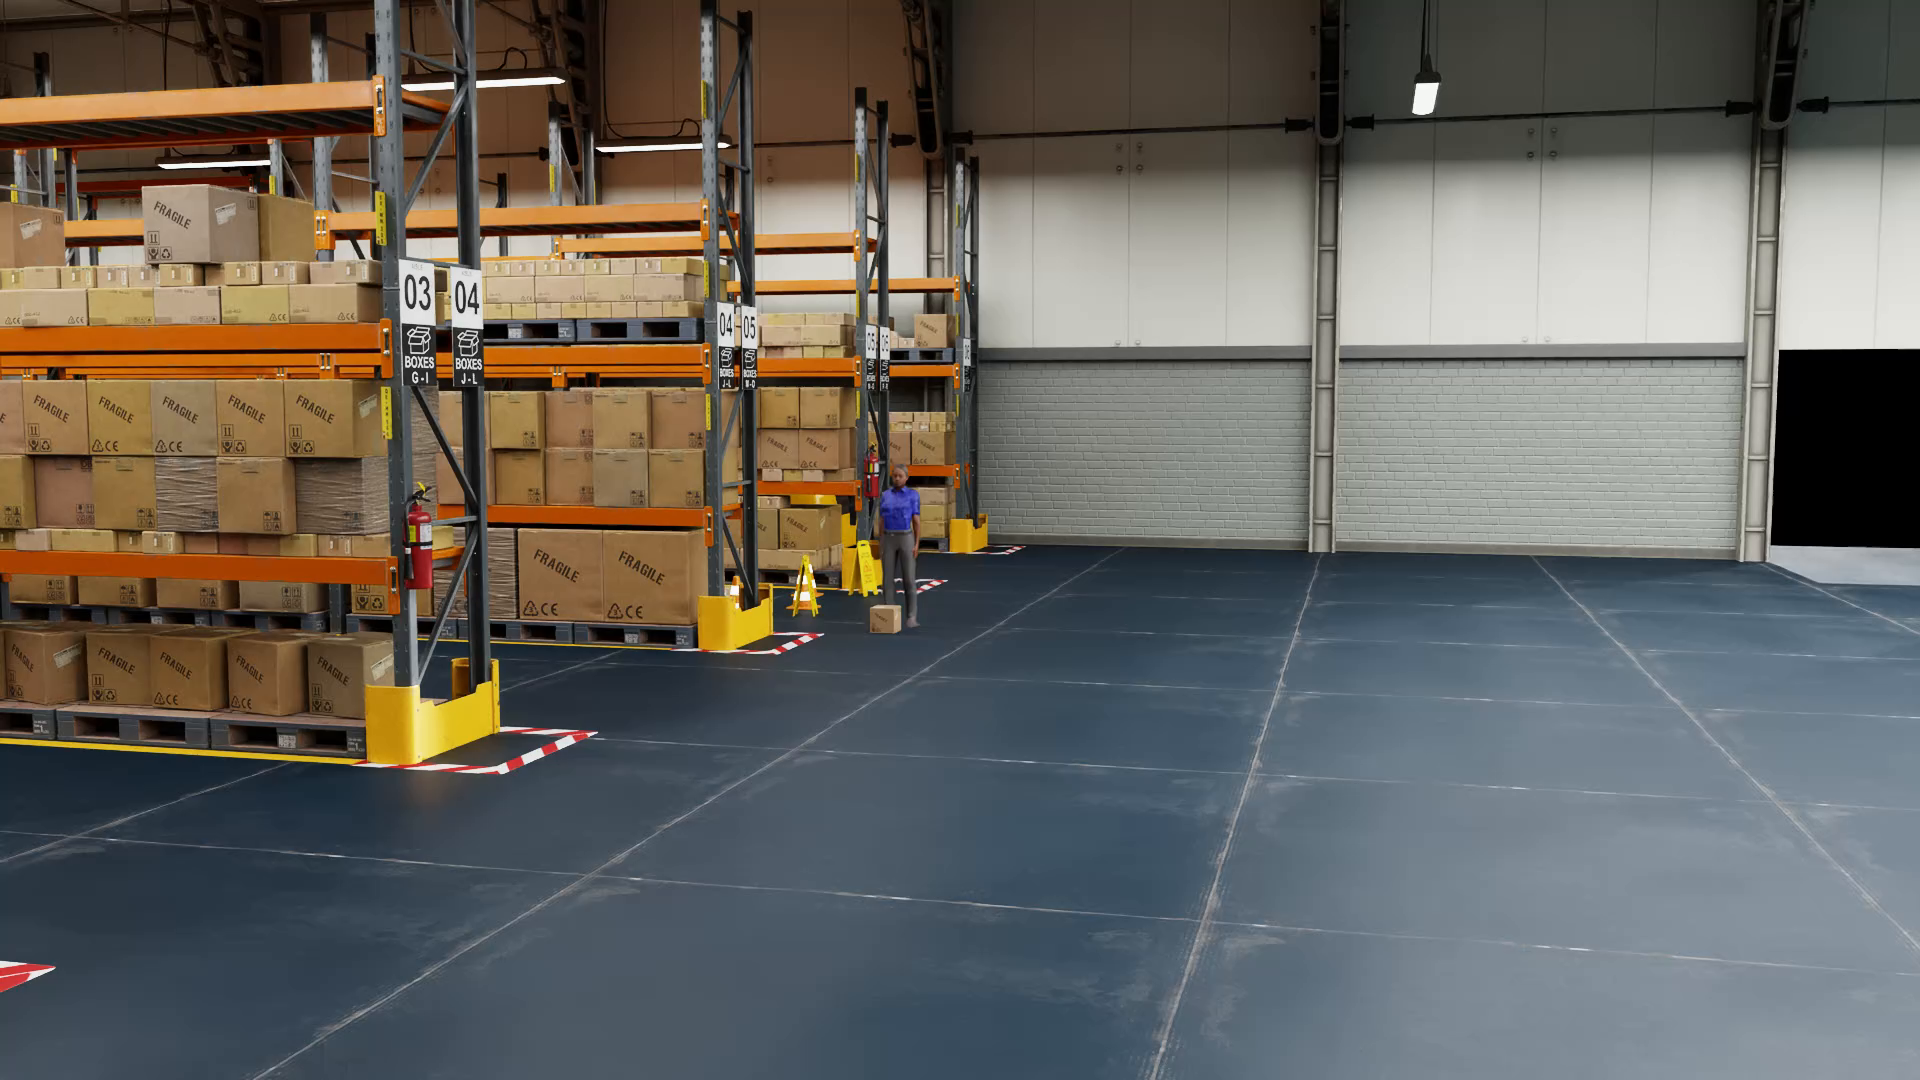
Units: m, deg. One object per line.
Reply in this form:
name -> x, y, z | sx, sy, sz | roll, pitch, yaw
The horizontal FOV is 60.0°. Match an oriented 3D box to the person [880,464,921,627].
person -> -0.617, 0.063, 16.996 | 0.438, 1.680, 0.316 | 1, 5, 15
